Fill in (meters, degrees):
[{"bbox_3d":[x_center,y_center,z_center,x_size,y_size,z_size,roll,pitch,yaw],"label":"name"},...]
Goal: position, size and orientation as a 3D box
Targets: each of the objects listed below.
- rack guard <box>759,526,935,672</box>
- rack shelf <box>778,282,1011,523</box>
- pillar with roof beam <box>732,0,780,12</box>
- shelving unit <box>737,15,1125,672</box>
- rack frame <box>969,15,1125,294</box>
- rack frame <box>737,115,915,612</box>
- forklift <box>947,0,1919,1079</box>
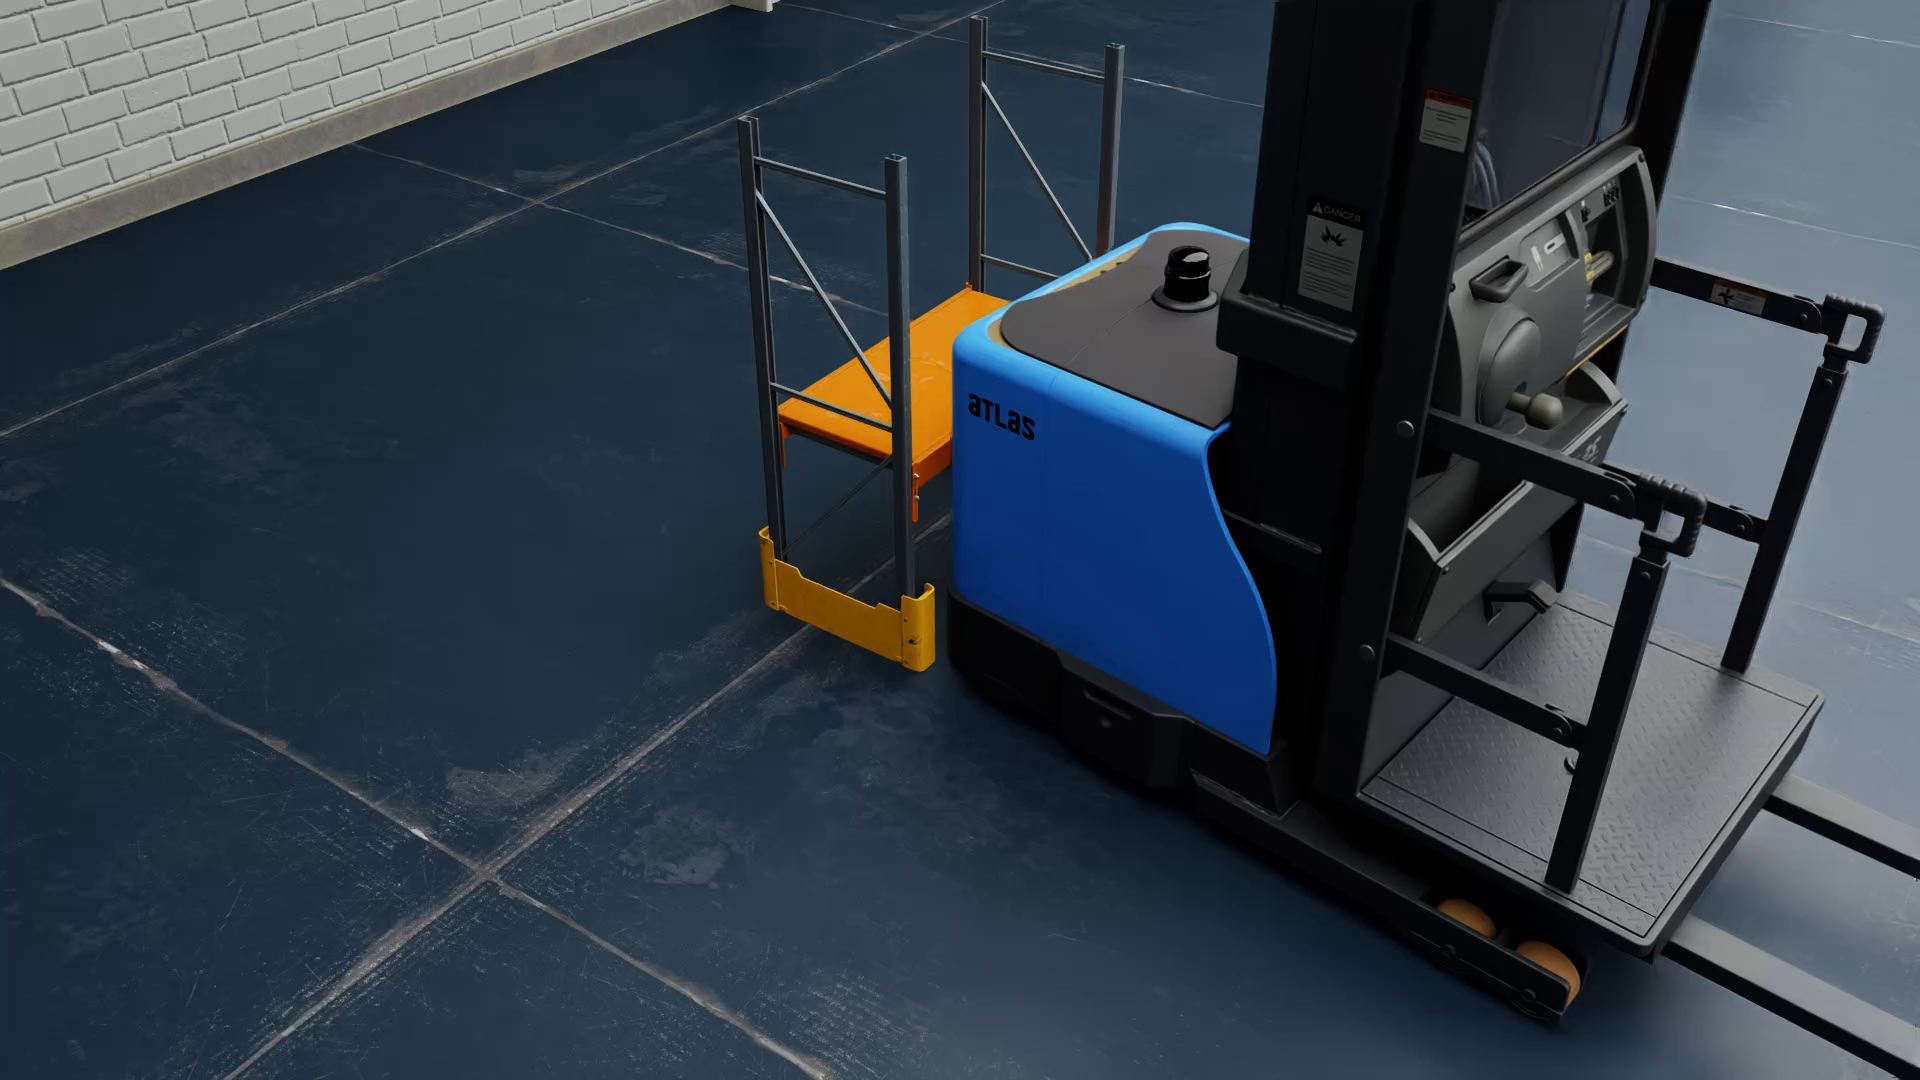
[{"bbox_3d":[-0.327,0.161,4.789,0.587,0.250,0.087,21,39,28],"label":"rack guard"},{"bbox_3d":[-0.049,-0.433,4.873,0.538,0.185,1.000,21,39,28],"label":"rack shelf"},{"bbox_3d":[2.373,-5.635,5.550,9.100,9.000,0.400,21,39,28],"label":"pillar with roof beam"},{"bbox_3d":[-0.043,-0.586,4.778,0.587,1.500,1.083,21,39,28],"label":"shelving unit"},{"bbox_3d":[0.241,-0.816,5.118,0.500,1.500,0.032,21,39,28],"label":"rack frame"},{"bbox_3d":[-0.338,-0.348,4.426,0.500,1.500,0.032,21,39,28],"label":"rack frame"},{"bbox_3d":[1.401,-0.491,3.359,3.031,2.935,1.130,26,42,33],"label":"forklift"}]
